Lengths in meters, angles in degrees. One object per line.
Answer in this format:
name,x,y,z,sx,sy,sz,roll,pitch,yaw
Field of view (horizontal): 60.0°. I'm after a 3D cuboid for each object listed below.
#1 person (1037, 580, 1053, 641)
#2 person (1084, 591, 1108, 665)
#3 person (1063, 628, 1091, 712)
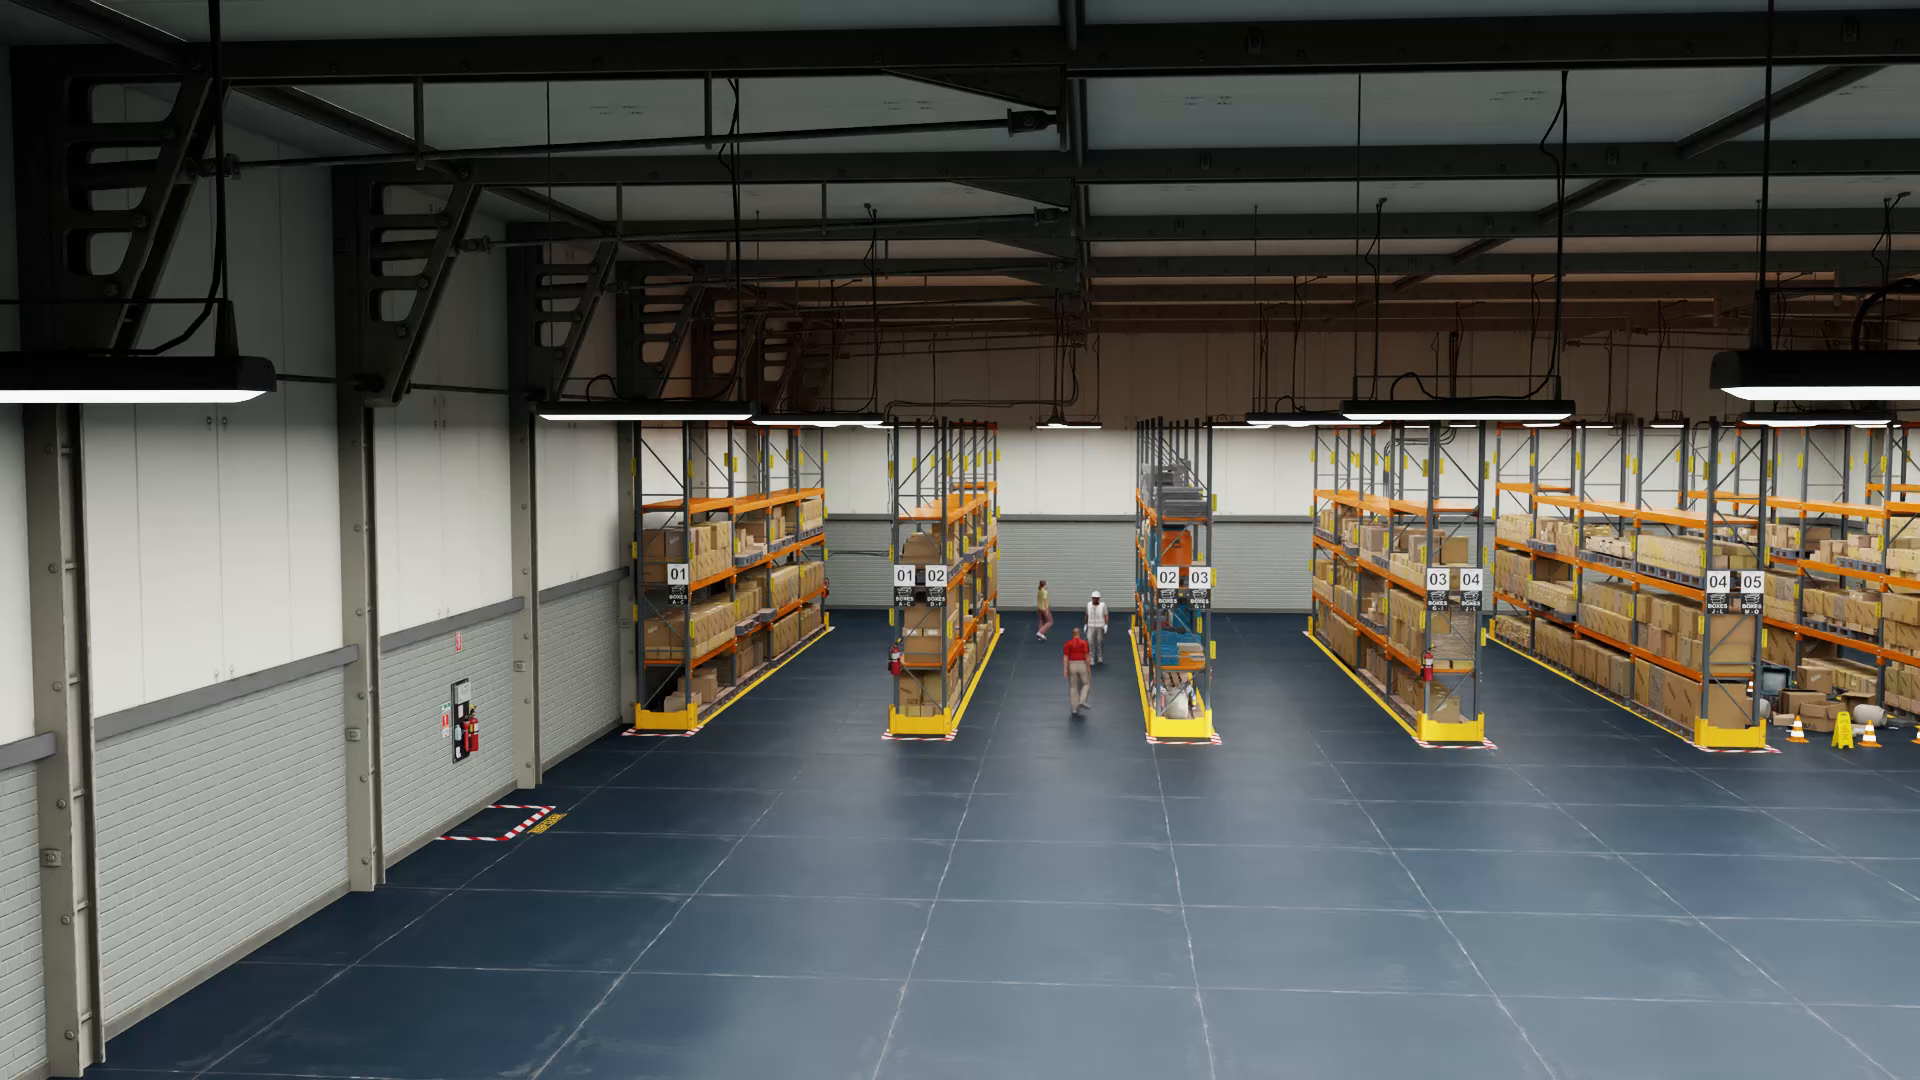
person,2.256,1.918,45.334,0.459,1.671,0.473,-2,4,-28
person,3.348,2.171,40.979,0.631,1.822,0.593,1,4,18
person,2.384,2.647,33.859,0.589,1.716,0.495,1,4,13
